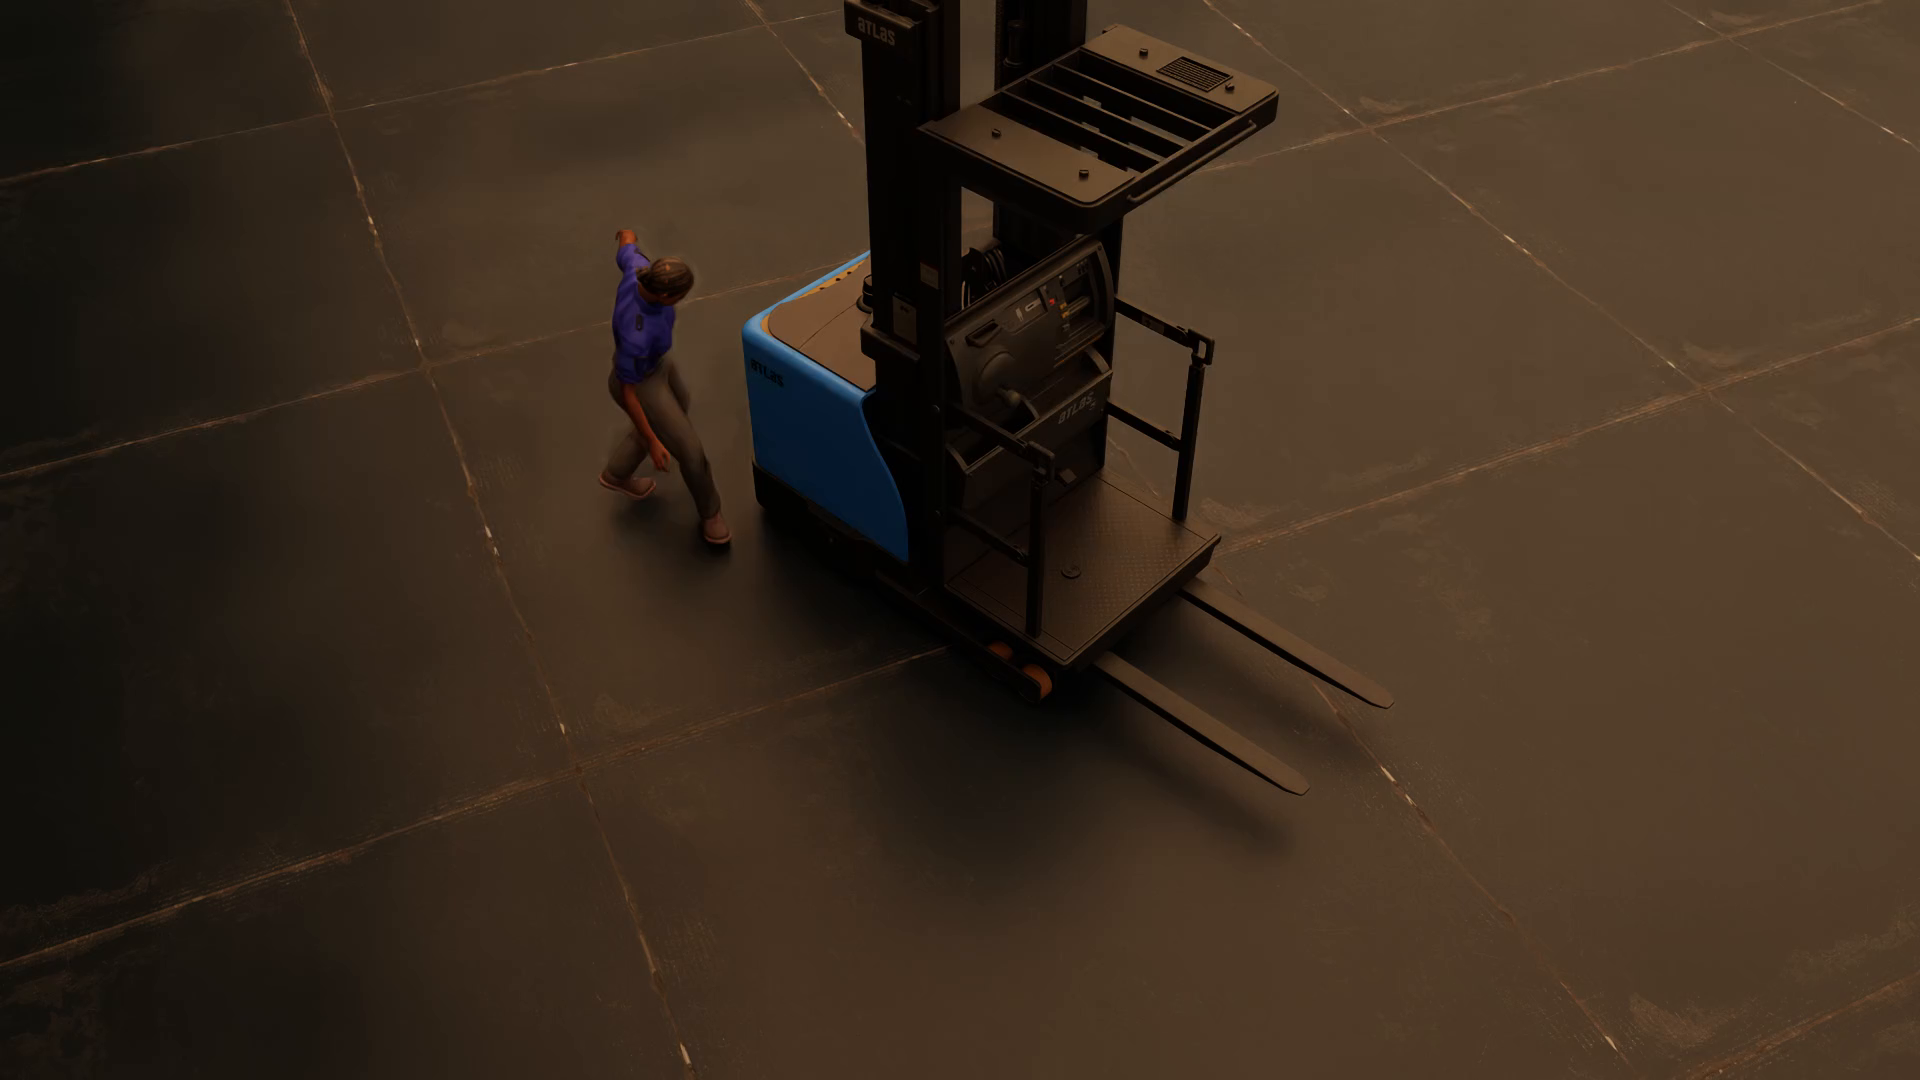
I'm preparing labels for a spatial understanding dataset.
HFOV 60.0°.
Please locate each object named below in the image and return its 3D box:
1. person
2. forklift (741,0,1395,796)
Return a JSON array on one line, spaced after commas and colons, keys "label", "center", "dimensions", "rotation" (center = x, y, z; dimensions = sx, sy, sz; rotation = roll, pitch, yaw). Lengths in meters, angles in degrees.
[{"label": "person", "center": [-1.387, -0.791, 7.615], "dimensions": [0.662, 1.429, 1.098], "rotation": [1, 43, 2]}, {"label": "forklift", "center": [0.445, -0.788, 6.525], "dimensions": [3.031, 2.935, 1.130], "rotation": [32, 52, 30]}]
